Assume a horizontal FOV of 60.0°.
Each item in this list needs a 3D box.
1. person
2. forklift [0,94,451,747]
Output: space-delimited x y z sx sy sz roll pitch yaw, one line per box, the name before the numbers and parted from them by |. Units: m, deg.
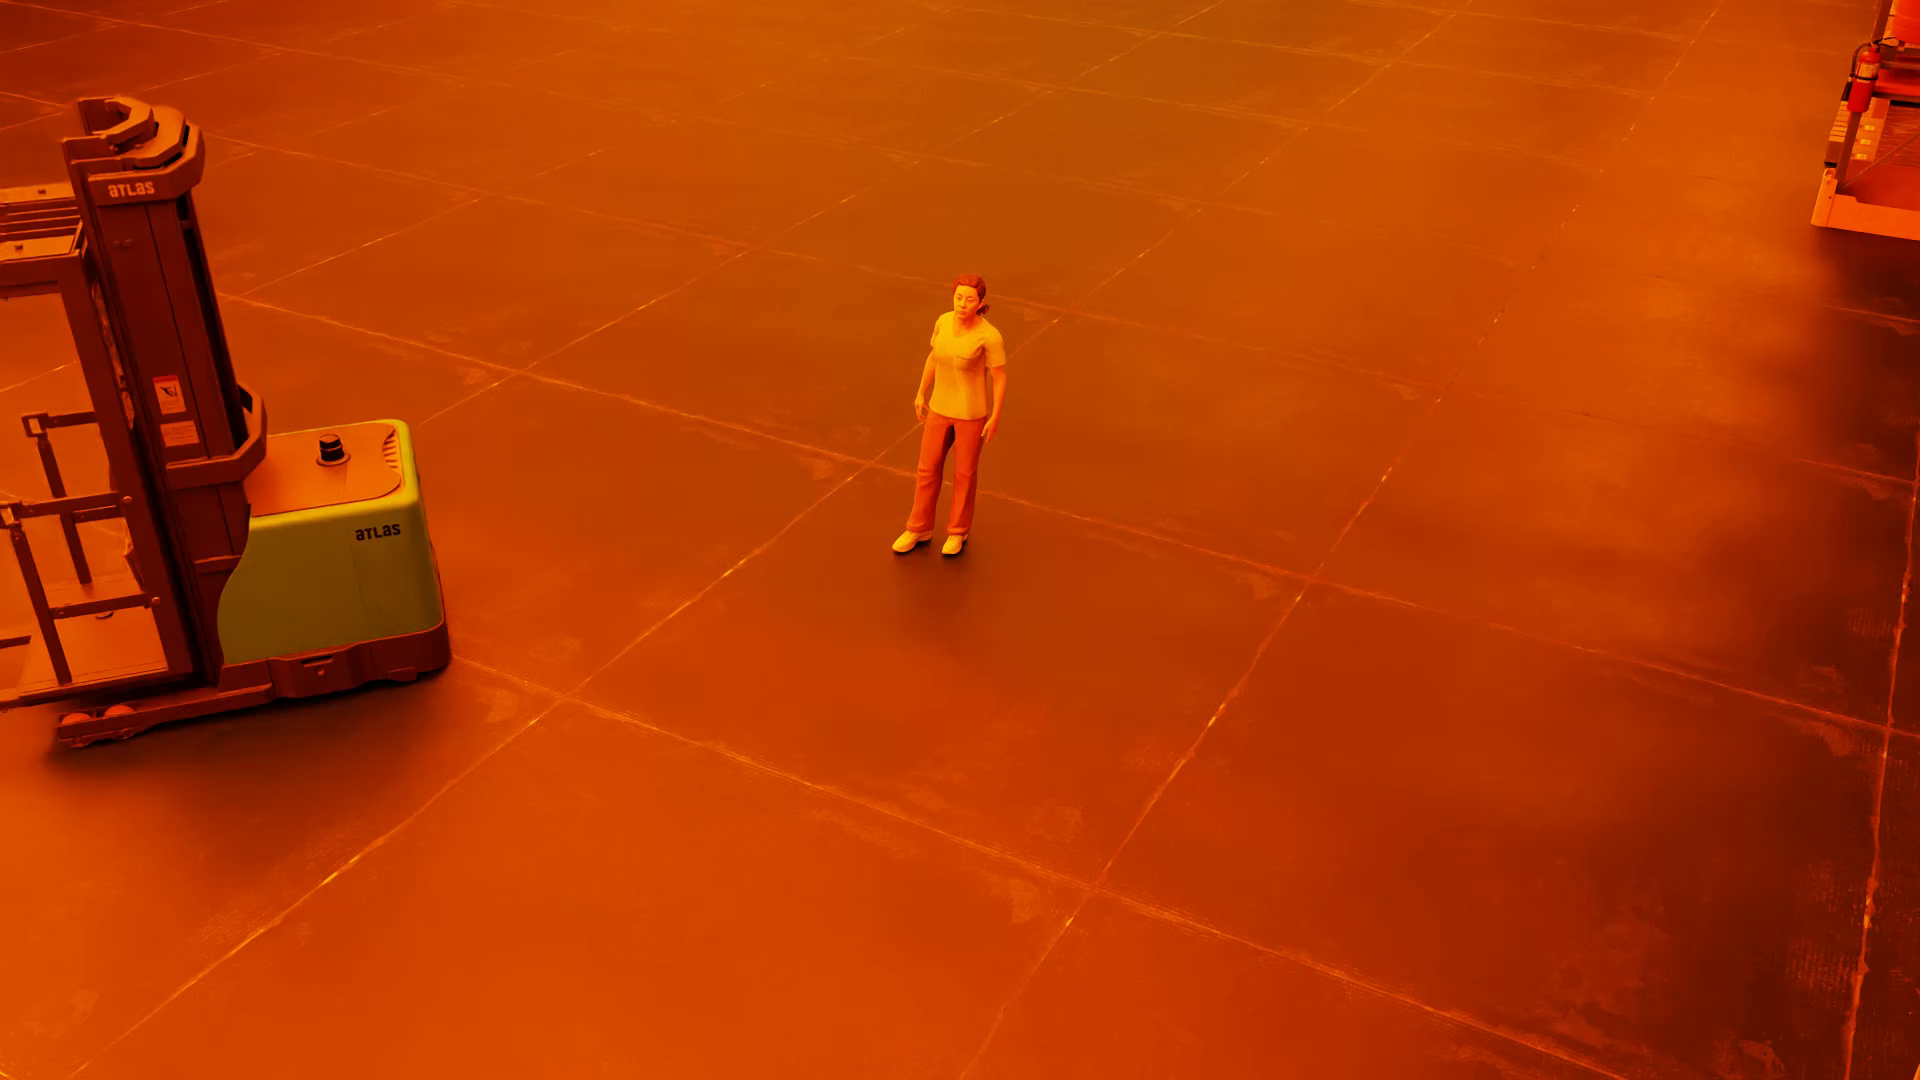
person | -0.046 -0.703 9.529 0.553 1.673 0.548 15 33 25
forklift | -4.259 -0.542 8.010 3.031 2.935 1.130 -10 31 -17
